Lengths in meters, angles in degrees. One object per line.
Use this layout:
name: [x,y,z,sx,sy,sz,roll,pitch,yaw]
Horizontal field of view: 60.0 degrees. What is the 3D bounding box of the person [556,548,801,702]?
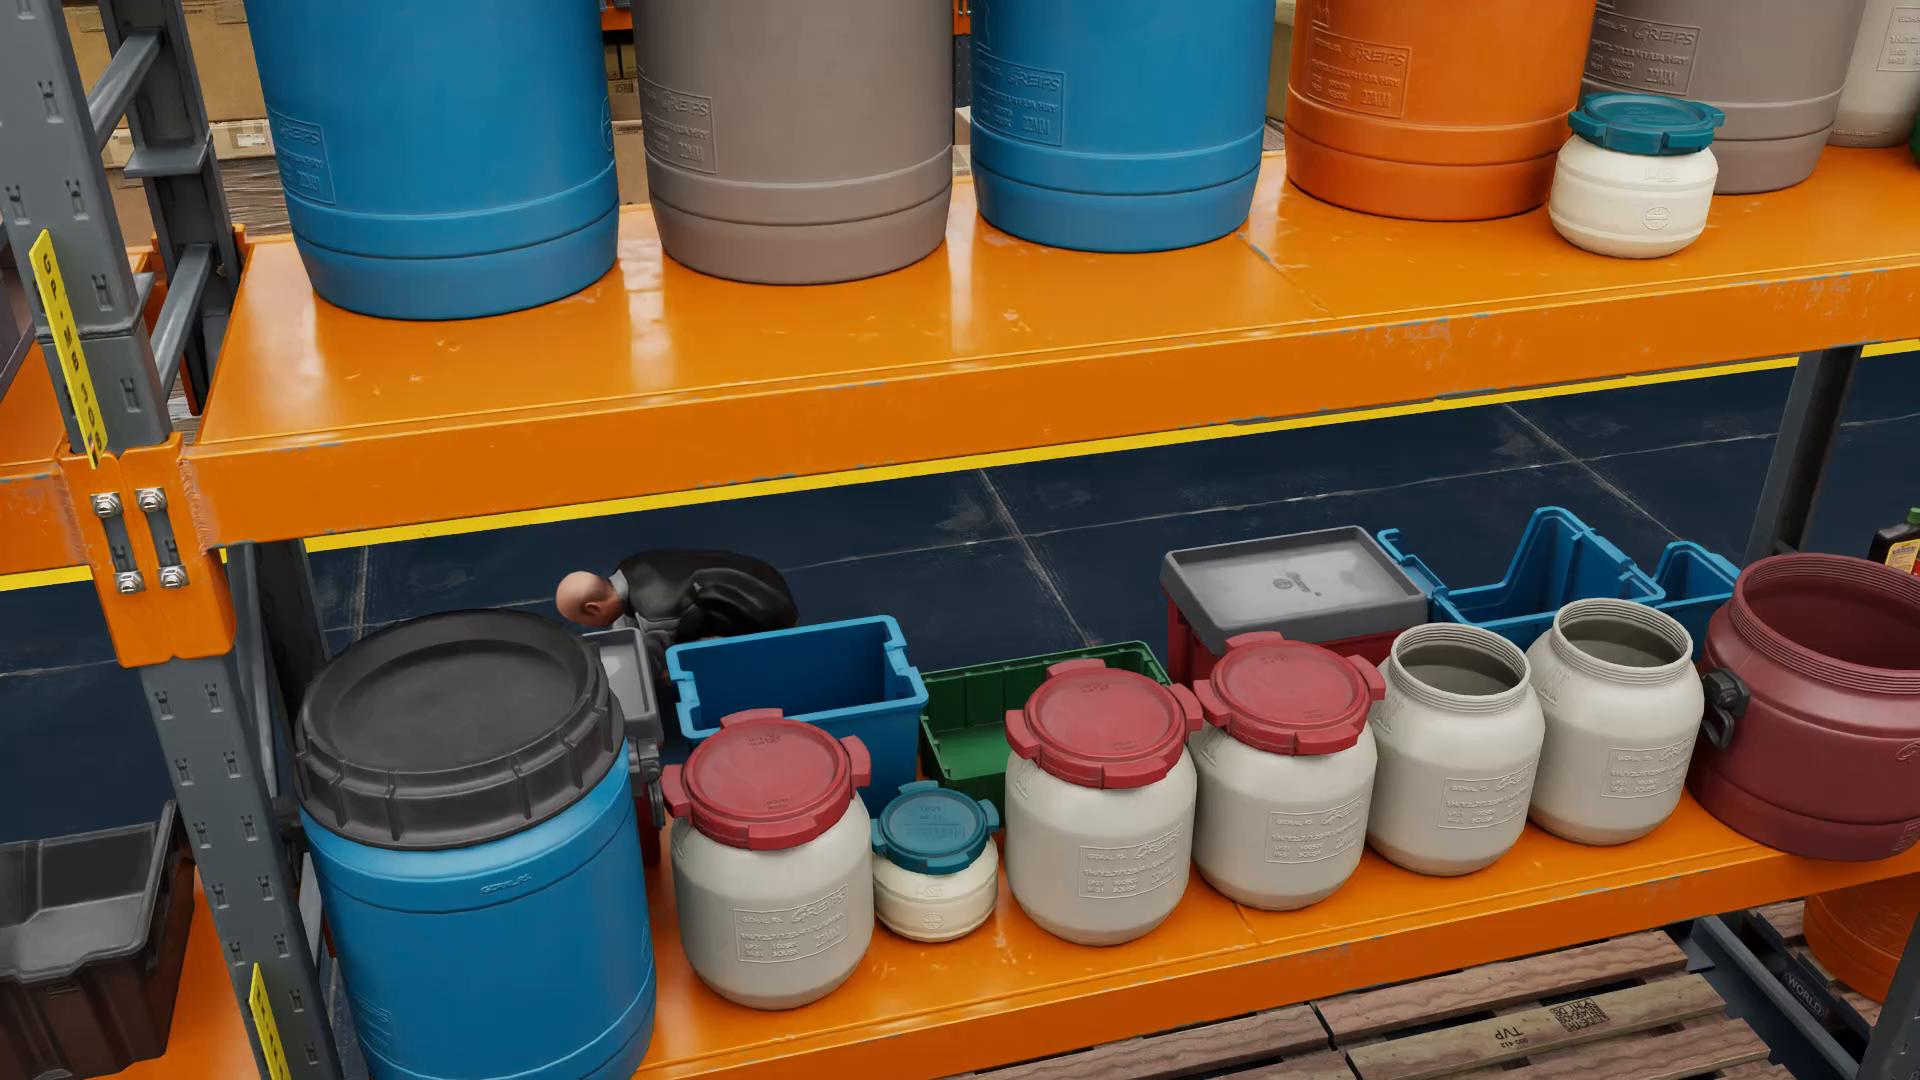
person: [-1.080,0.416,6.490,0.907,0.837,0.519,-8,31,-14]
